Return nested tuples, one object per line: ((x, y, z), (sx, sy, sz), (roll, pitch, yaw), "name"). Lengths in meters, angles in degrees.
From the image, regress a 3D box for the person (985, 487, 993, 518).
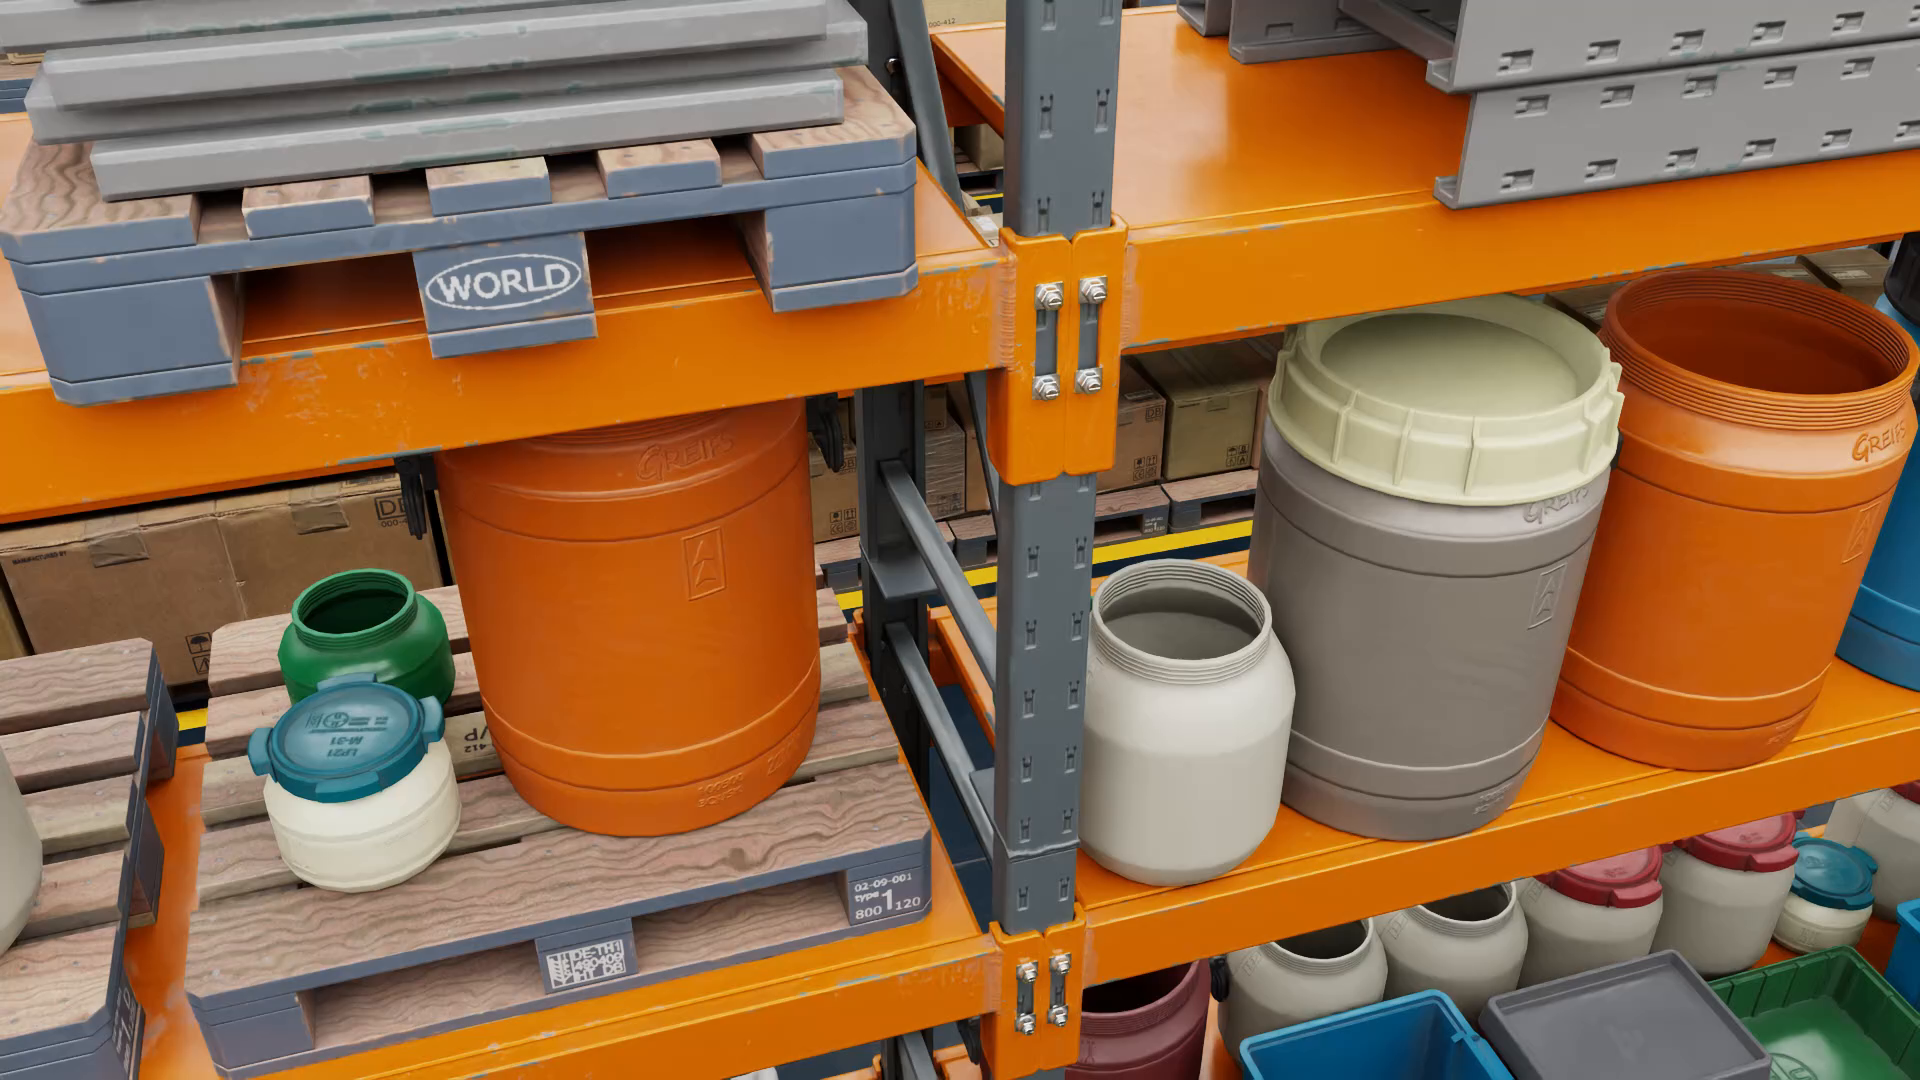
((0.306, -0.139, 7.641), (0.379, 1.758, 0.571), (-9, 35, -14), "person")
